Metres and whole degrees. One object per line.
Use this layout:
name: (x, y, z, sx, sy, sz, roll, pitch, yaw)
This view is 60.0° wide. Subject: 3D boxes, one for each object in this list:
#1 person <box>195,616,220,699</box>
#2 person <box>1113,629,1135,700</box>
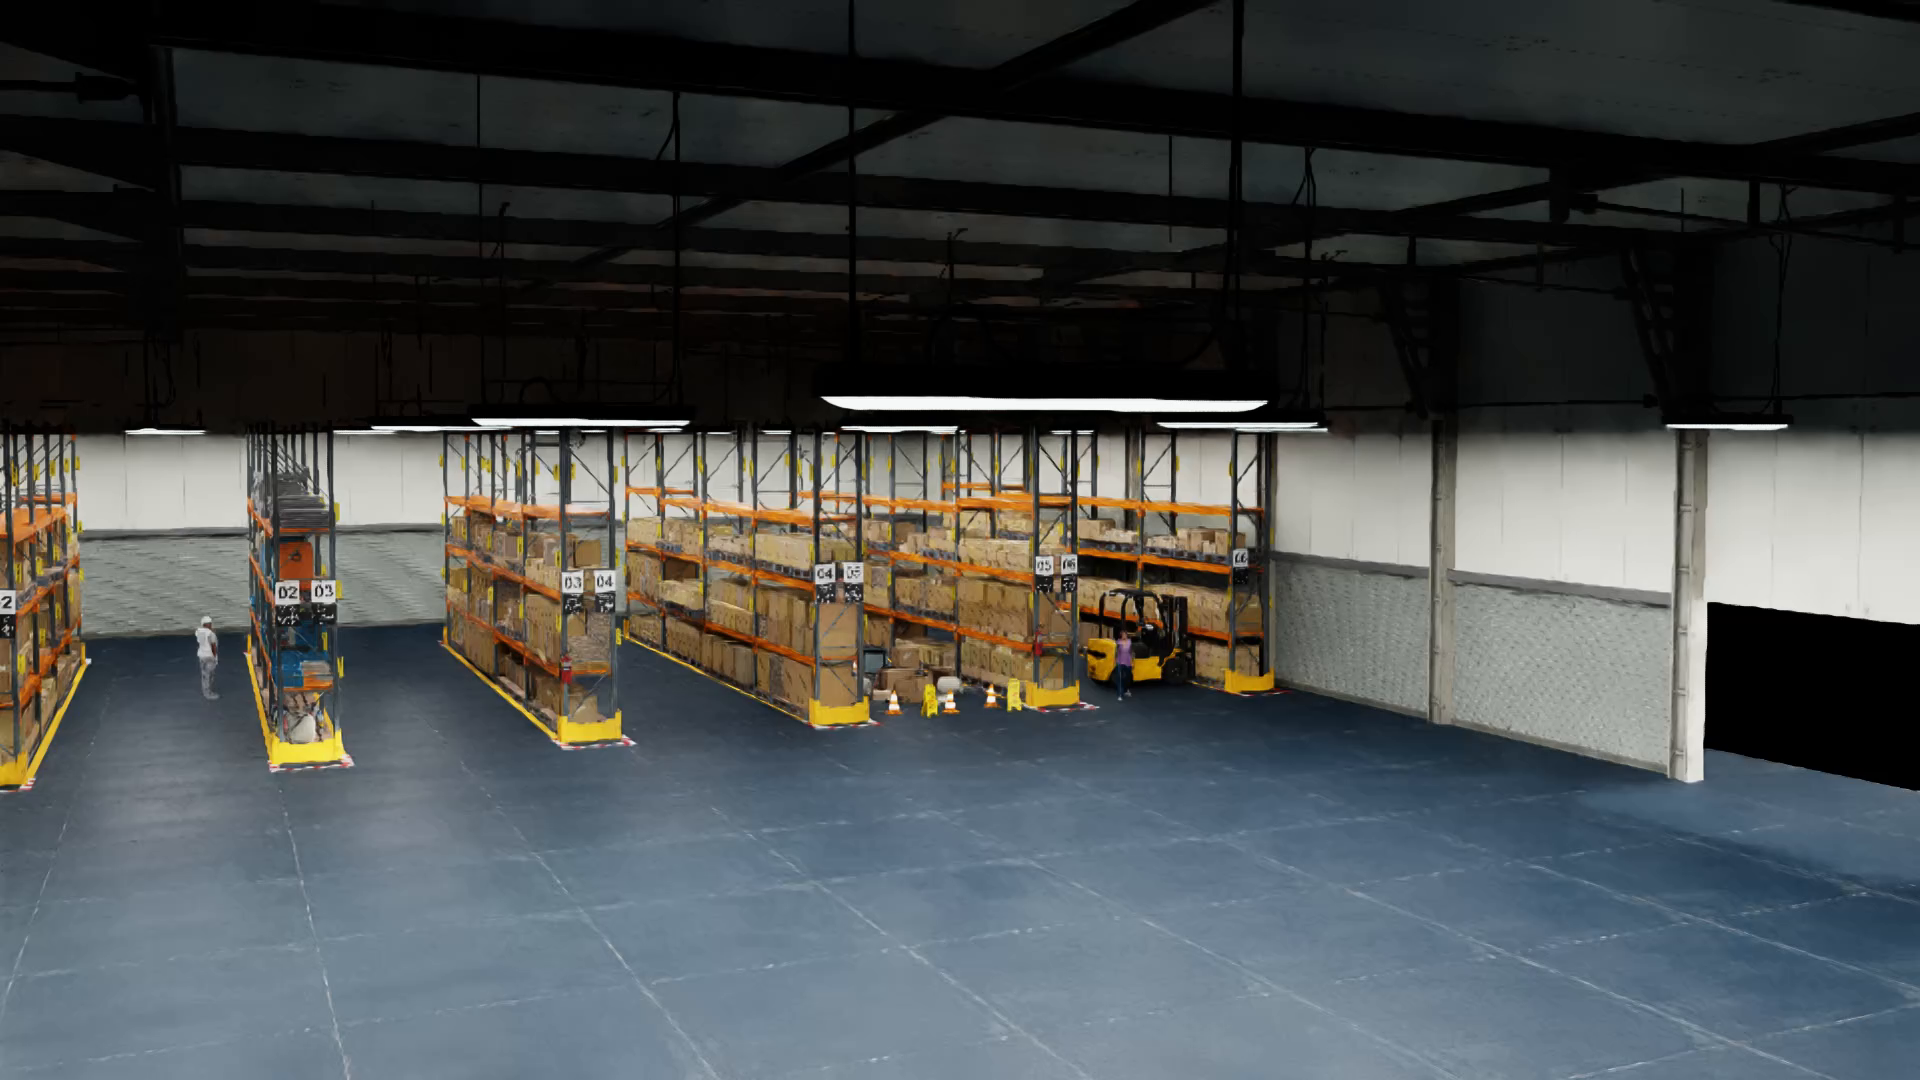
person: (-16.391, 2.542, 36.318, 0.614, 1.782, 0.449, 2, 4, 34)
person: (3.581, 2.682, 36.277, 0.459, 1.531, 0.875, 0, 4, -3)
